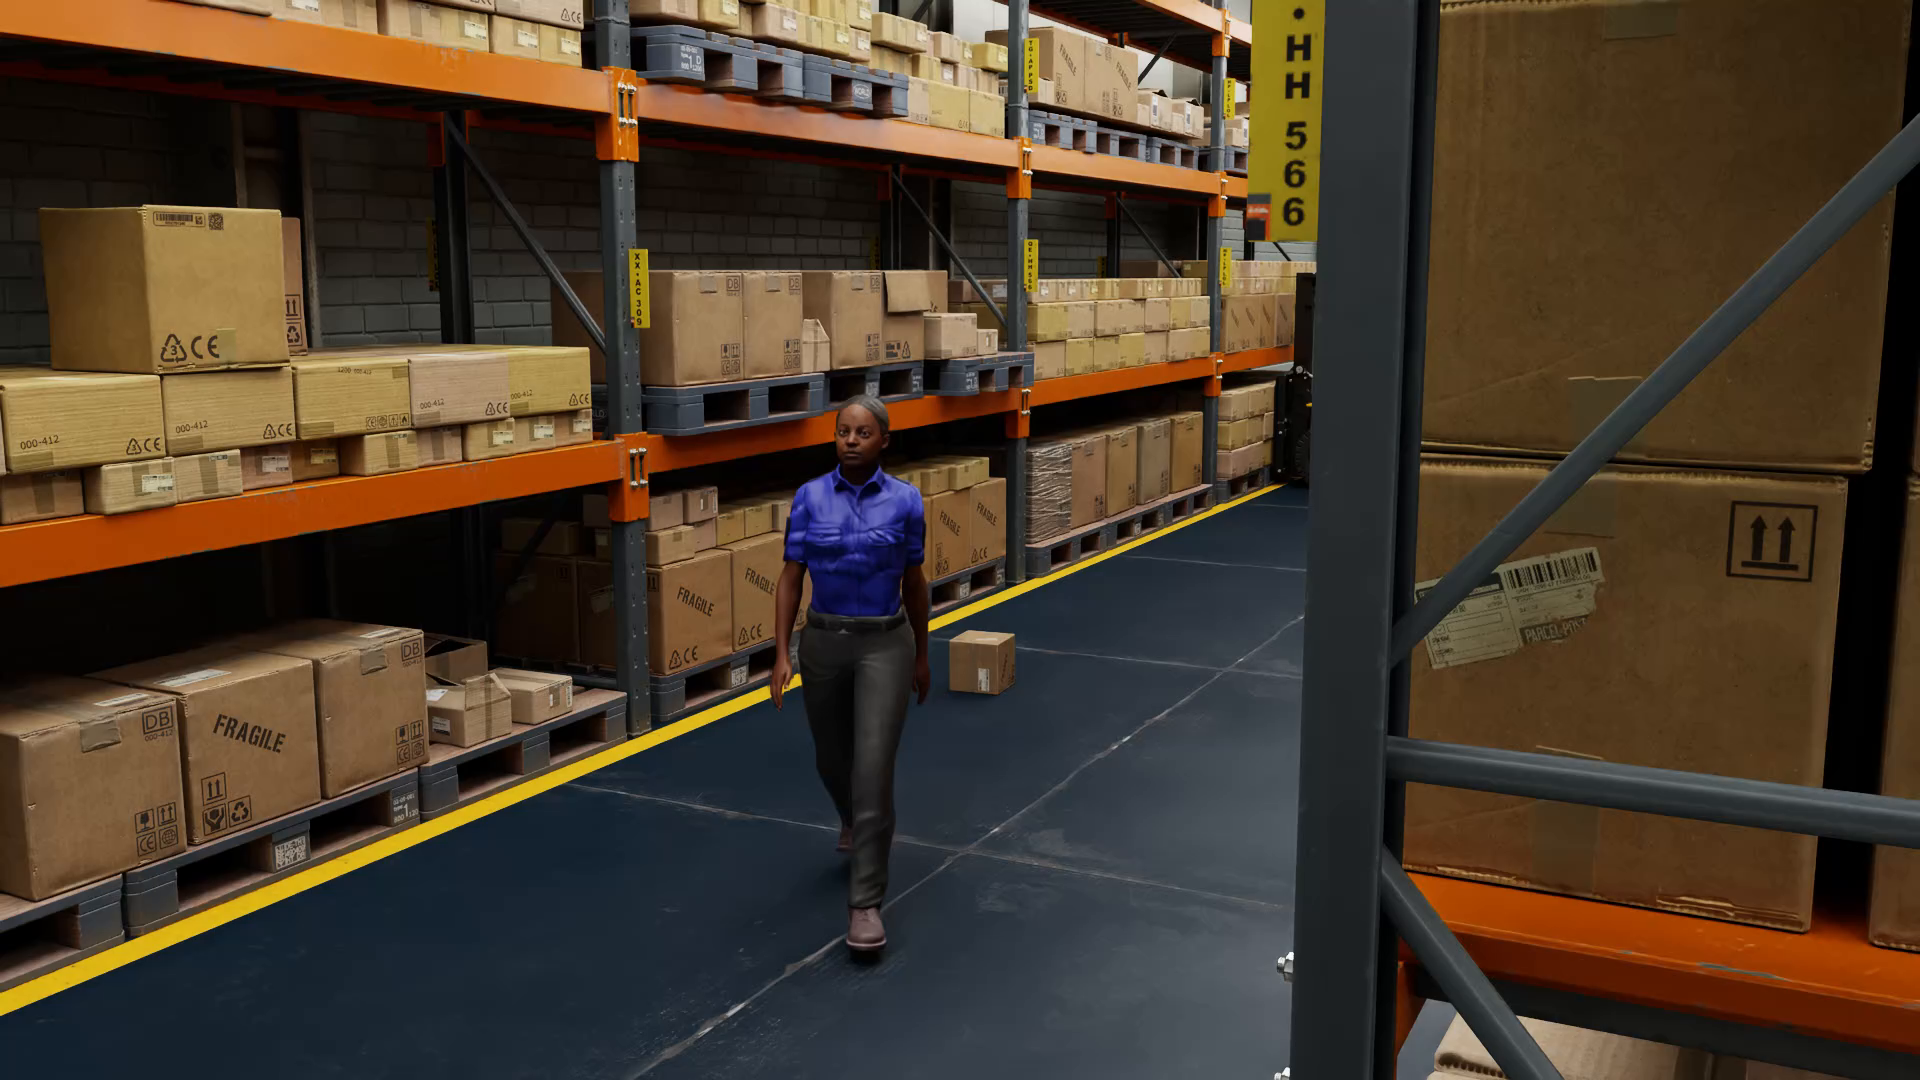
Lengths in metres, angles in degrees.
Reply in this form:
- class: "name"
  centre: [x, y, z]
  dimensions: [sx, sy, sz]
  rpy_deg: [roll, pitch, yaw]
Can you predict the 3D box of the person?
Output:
- class: "person"
  centre: [-0.336, 0.354, 5.191]
  dimensions: [0.464, 1.598, 0.968]
  rpy_deg: [1, 9, 5]
